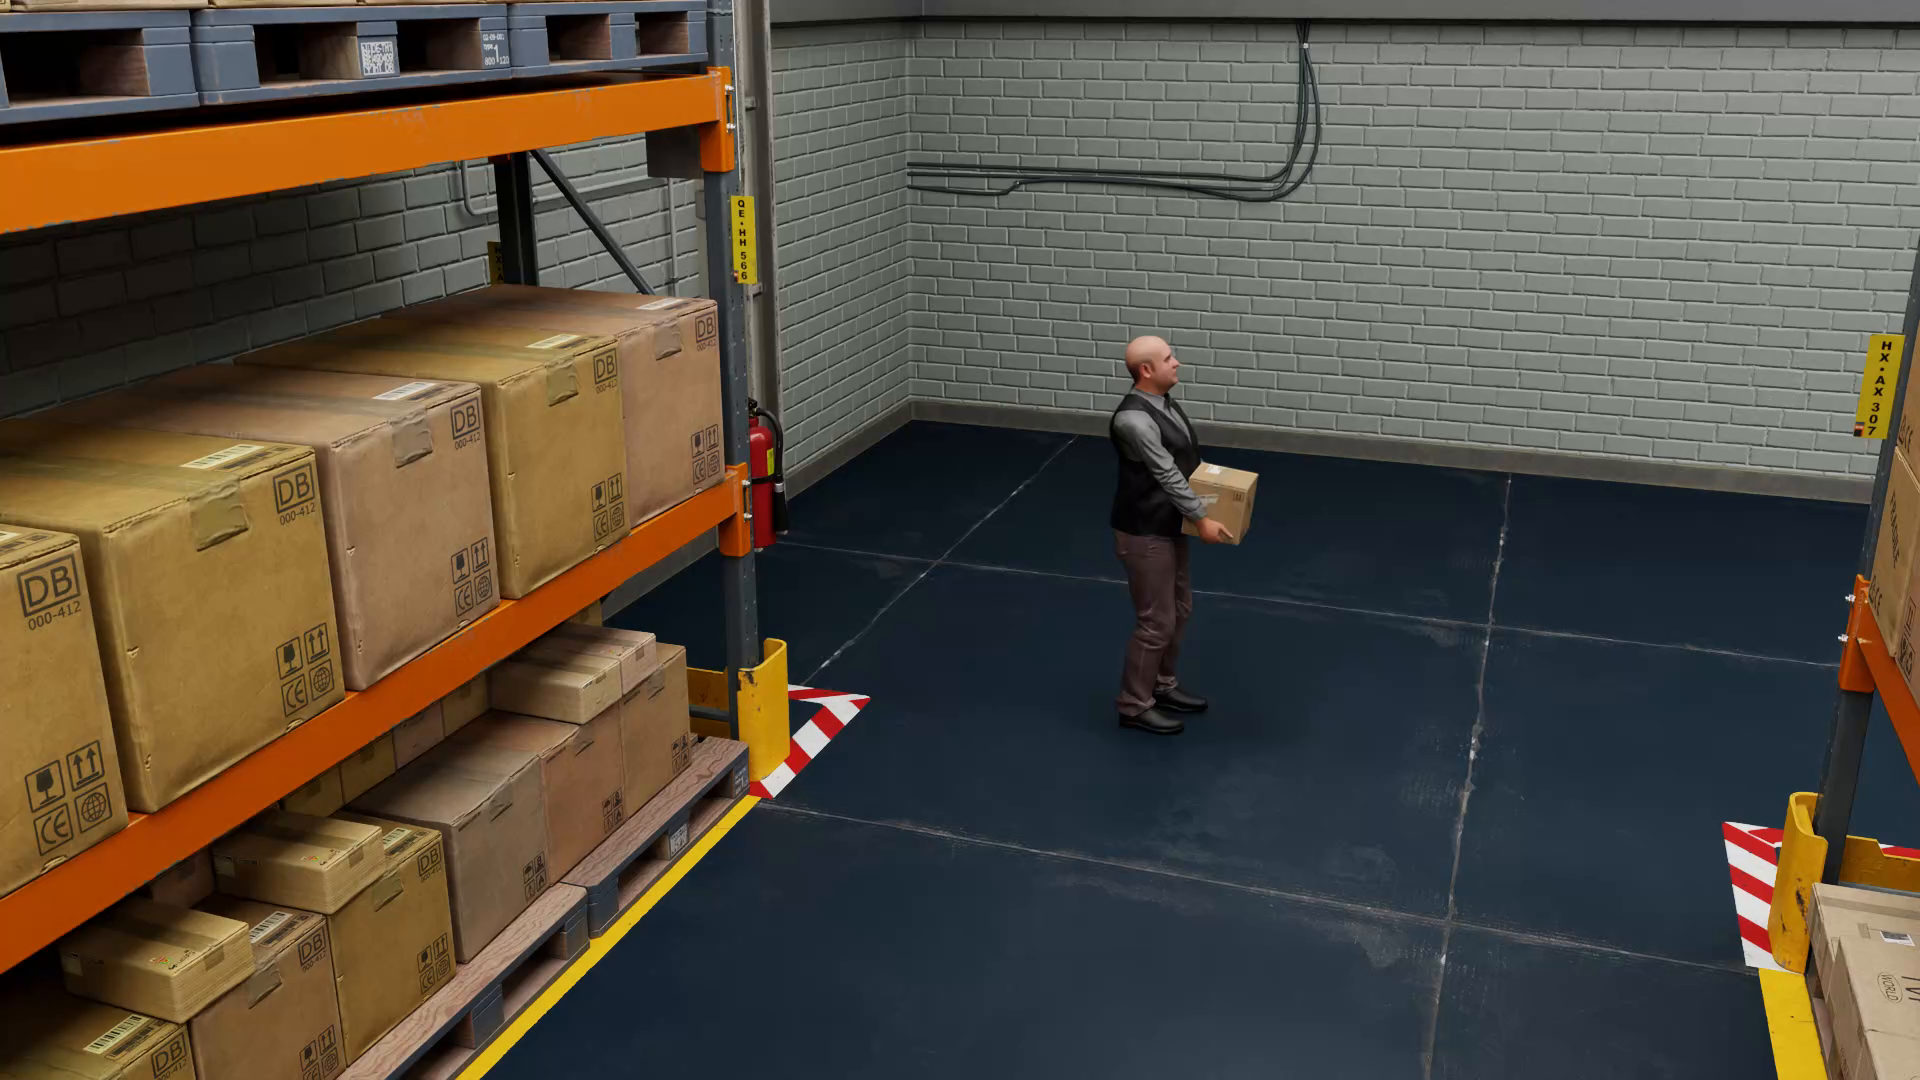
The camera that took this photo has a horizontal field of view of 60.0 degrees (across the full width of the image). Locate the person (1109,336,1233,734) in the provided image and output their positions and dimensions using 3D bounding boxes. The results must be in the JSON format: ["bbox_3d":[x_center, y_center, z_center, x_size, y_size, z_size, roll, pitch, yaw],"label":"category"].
[{"bbox_3d":[0.932,-0.026,7.191,0.551,1.711,0.494,7,20,19],"label":"person"}]
